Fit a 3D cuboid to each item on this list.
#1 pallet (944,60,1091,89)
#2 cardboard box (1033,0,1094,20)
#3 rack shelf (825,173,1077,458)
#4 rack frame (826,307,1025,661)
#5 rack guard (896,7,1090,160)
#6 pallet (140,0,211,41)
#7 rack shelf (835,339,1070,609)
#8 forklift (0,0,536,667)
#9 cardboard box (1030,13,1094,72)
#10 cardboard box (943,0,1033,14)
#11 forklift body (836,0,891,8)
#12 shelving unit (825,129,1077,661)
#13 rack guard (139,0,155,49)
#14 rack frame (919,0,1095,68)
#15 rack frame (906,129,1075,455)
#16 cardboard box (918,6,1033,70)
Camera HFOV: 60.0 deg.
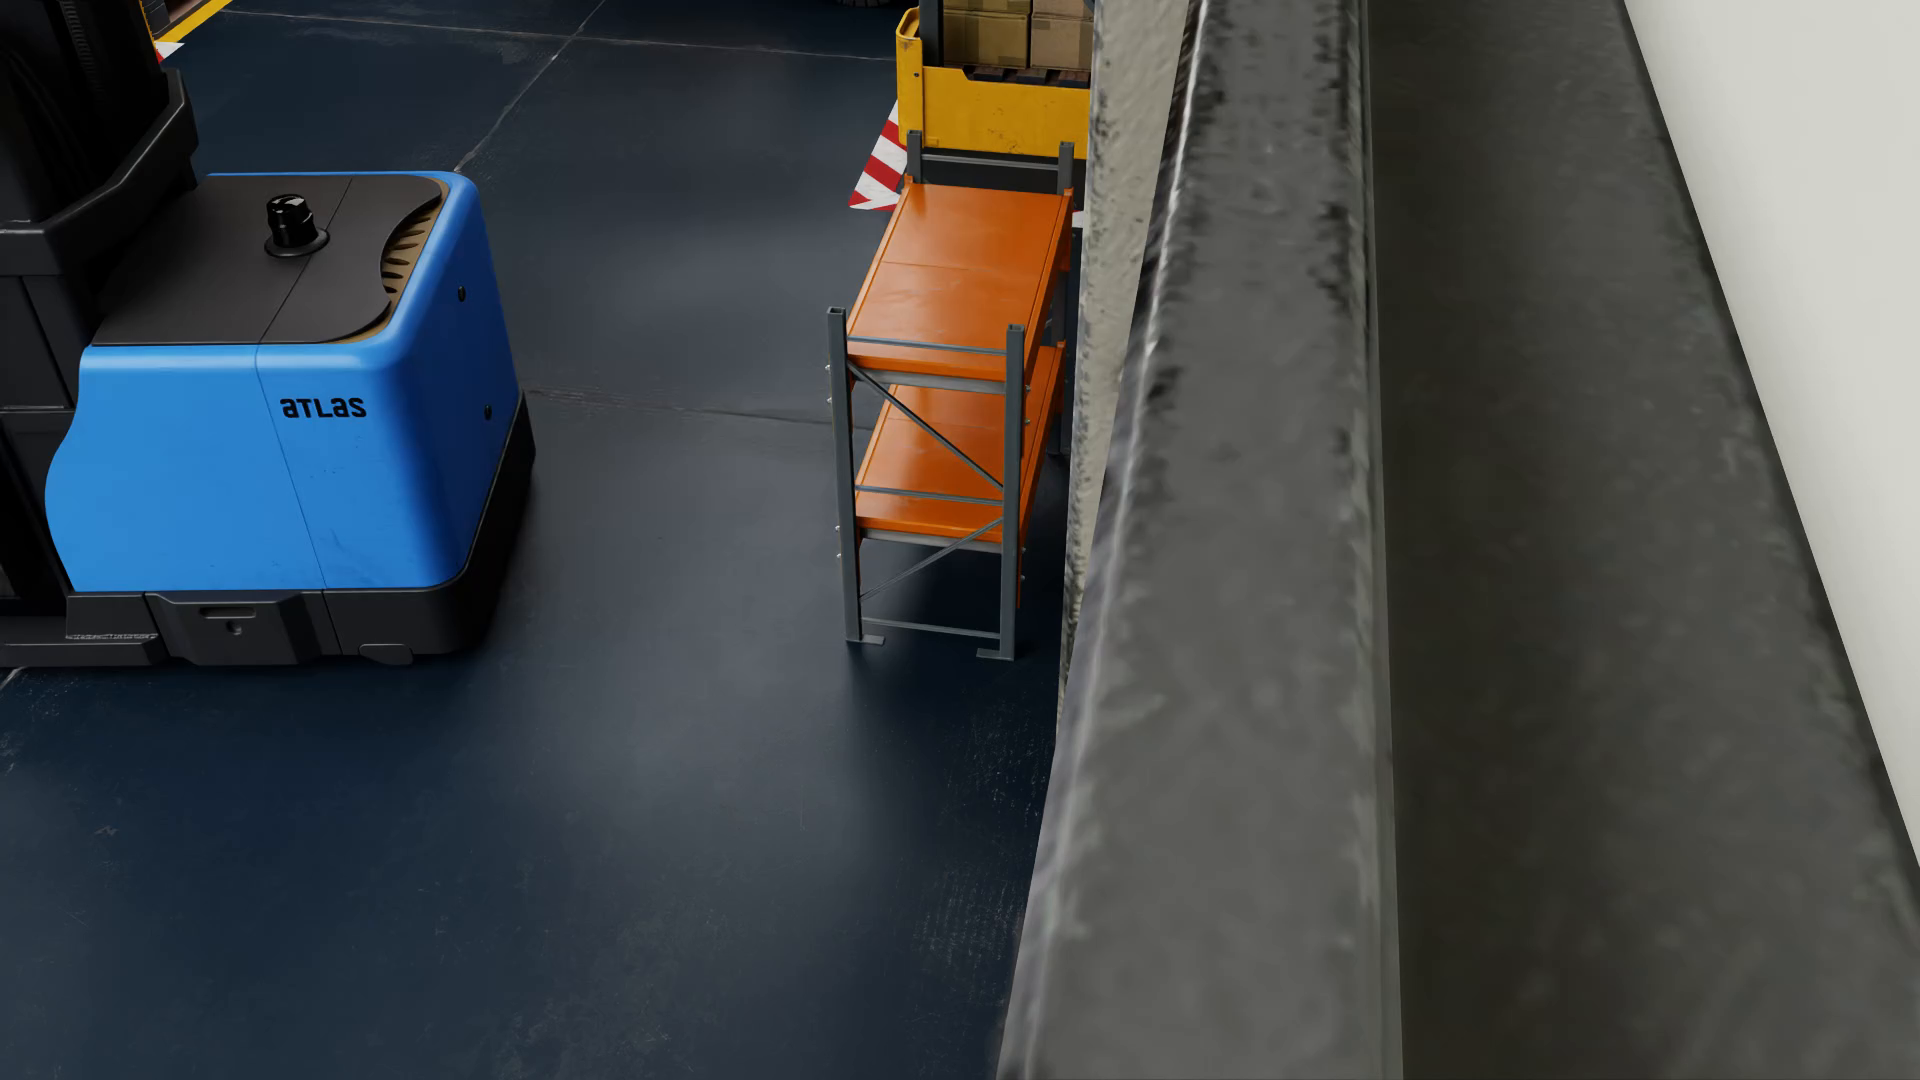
[{"bbox_3d":[0.418,-2.370,7.950,1.003,0.211,1.213,6,40,8],"label":"pallet"},{"bbox_3d":[0.613,-2.527,7.388,0.500,0.250,0.500,7,40,8],"label":"cardboard box"},{"bbox_3d":[0.001,-0.663,4.710,0.538,0.278,1.000,6,40,8],"label":"rack shelf"},{"bbox_3d":[-0.087,-0.119,4.511,0.500,1.125,0.032,6,40,8],"label":"rack frame"},{"bbox_3d":[0.323,-1.981,7.254,1.175,0.500,0.348,6,40,8],"label":"rack guard"},{"bbox_3d":[-4.374,-2.984,8.693,1.003,0.211,1.213,6,40,8],"label":"pallet"},{"bbox_3d":[0.001,-0.249,5.053,0.538,0.278,1.000,6,40,8],"label":"rack shelf"},{"bbox_3d":[-2.904,-1.067,4.240,3.031,2.935,1.130,-1,40,-1],"label":"forklift"},{"bbox_3d":[0.604,-2.348,7.565,0.500,0.250,0.500,7,40,8],"label":"cardboard box"},{"bbox_3d":[0.103,-2.594,7.470,0.500,0.250,0.500,6,40,7],"label":"cardboard box"},{"bbox_3d":[-1.142,-4.024,8.429,2.313,2.155,1.214,6,40,8],"label":"forklift body"},{"bbox_3d":[0.001,-0.438,4.897,0.538,1.125,1.048,6,40,8],"label":"shelving unit"},{"bbox_3d":[-4.550,-2.589,7.989,1.175,0.500,0.348,6,40,8],"label":"rack guard"},{"bbox_3d":[0.327,-2.960,6.476,1.000,3.000,0.127,6,40,8],"label":"rack frame"},{"bbox_3d":[0.089,-0.757,5.283,0.500,1.125,0.032,6,40,8],"label":"rack frame"},{"bbox_3d":[0.097,-2.391,7.617,0.500,0.250,0.500,7,40,8],"label":"cardboard box"}]
